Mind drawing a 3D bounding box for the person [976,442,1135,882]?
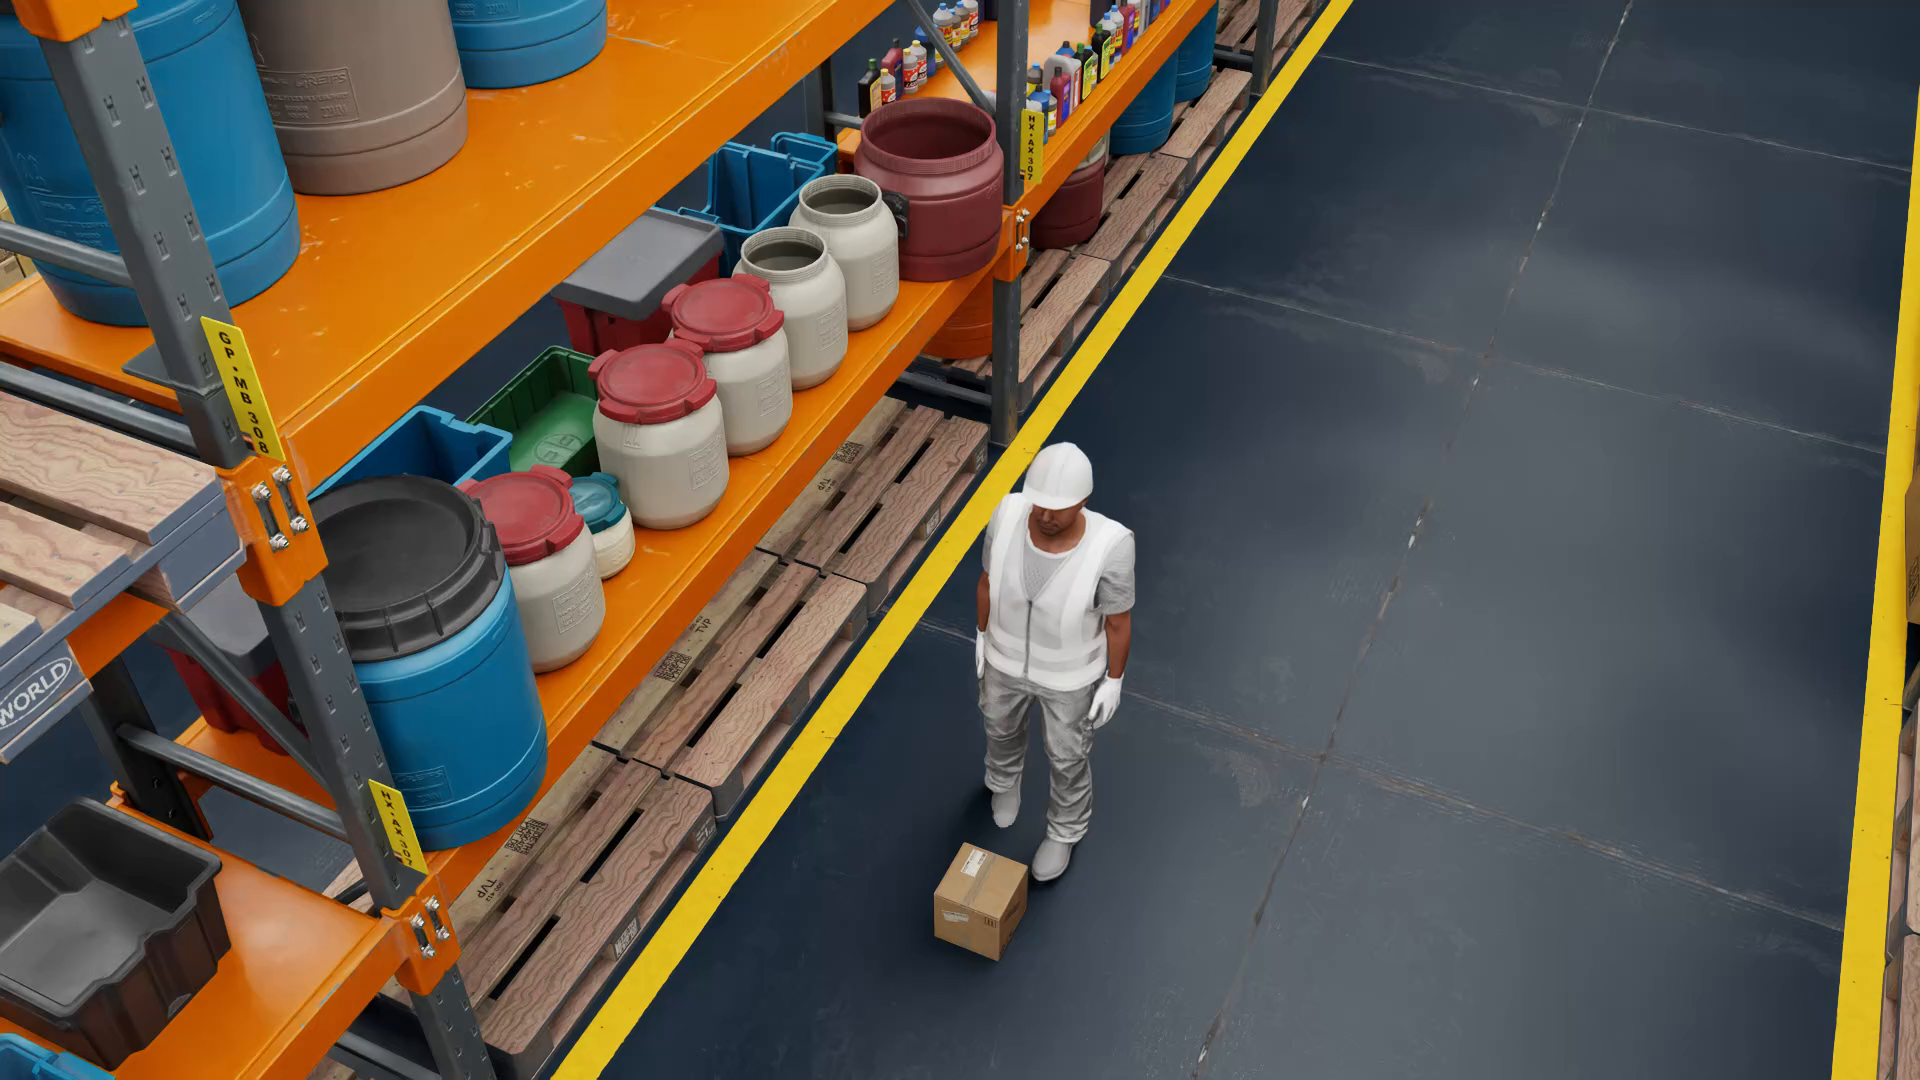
[{"bbox_3d":[0.285,0.443,5.678,0.558,1.828,0.456,18,45,20],"label":"person"}]
